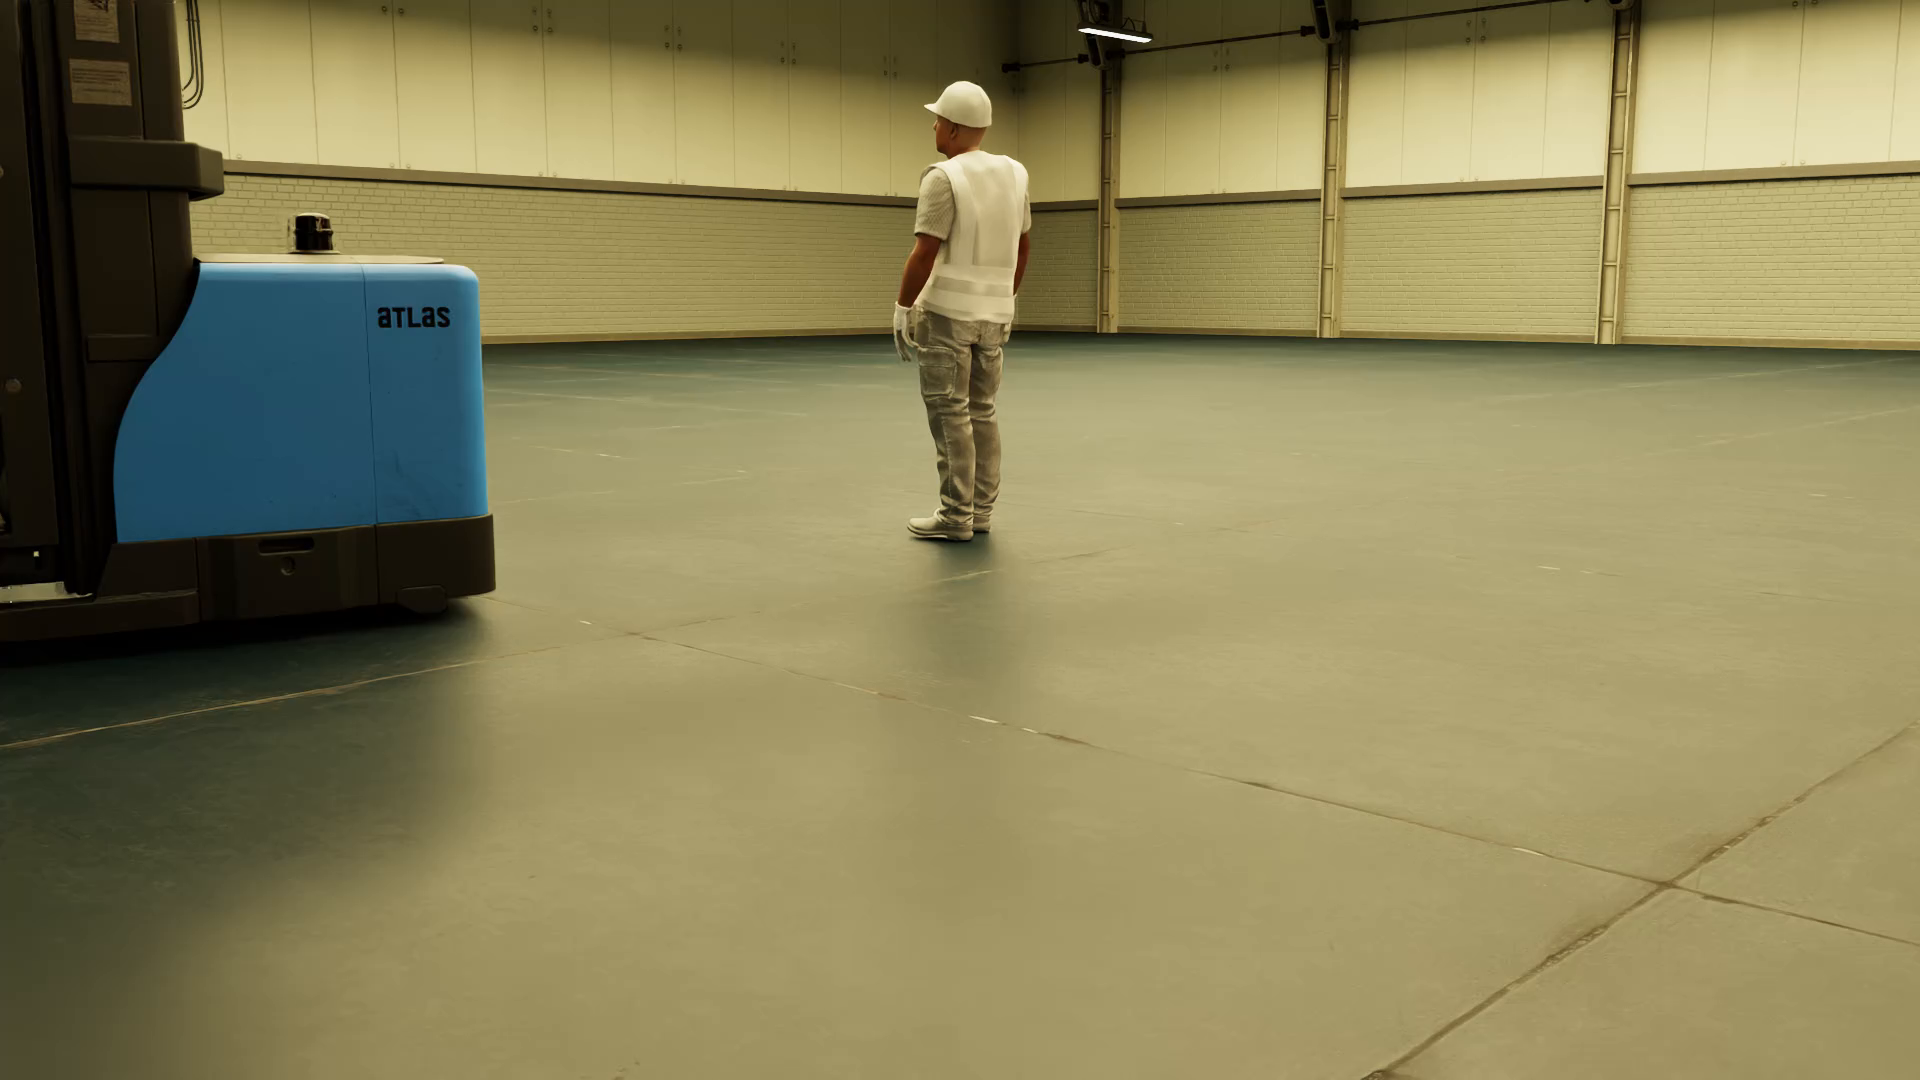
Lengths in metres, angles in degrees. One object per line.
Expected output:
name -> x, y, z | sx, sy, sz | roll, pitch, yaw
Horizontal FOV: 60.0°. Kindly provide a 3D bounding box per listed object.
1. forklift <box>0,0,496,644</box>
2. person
forklift -> -2.970, -1.161, 4.581 | 3.031, 2.935, 1.130 | -5, 10, -32
person -> -0.046, -0.898, 6.639 | 0.575, 1.785, 0.657 | 8, 12, 43
